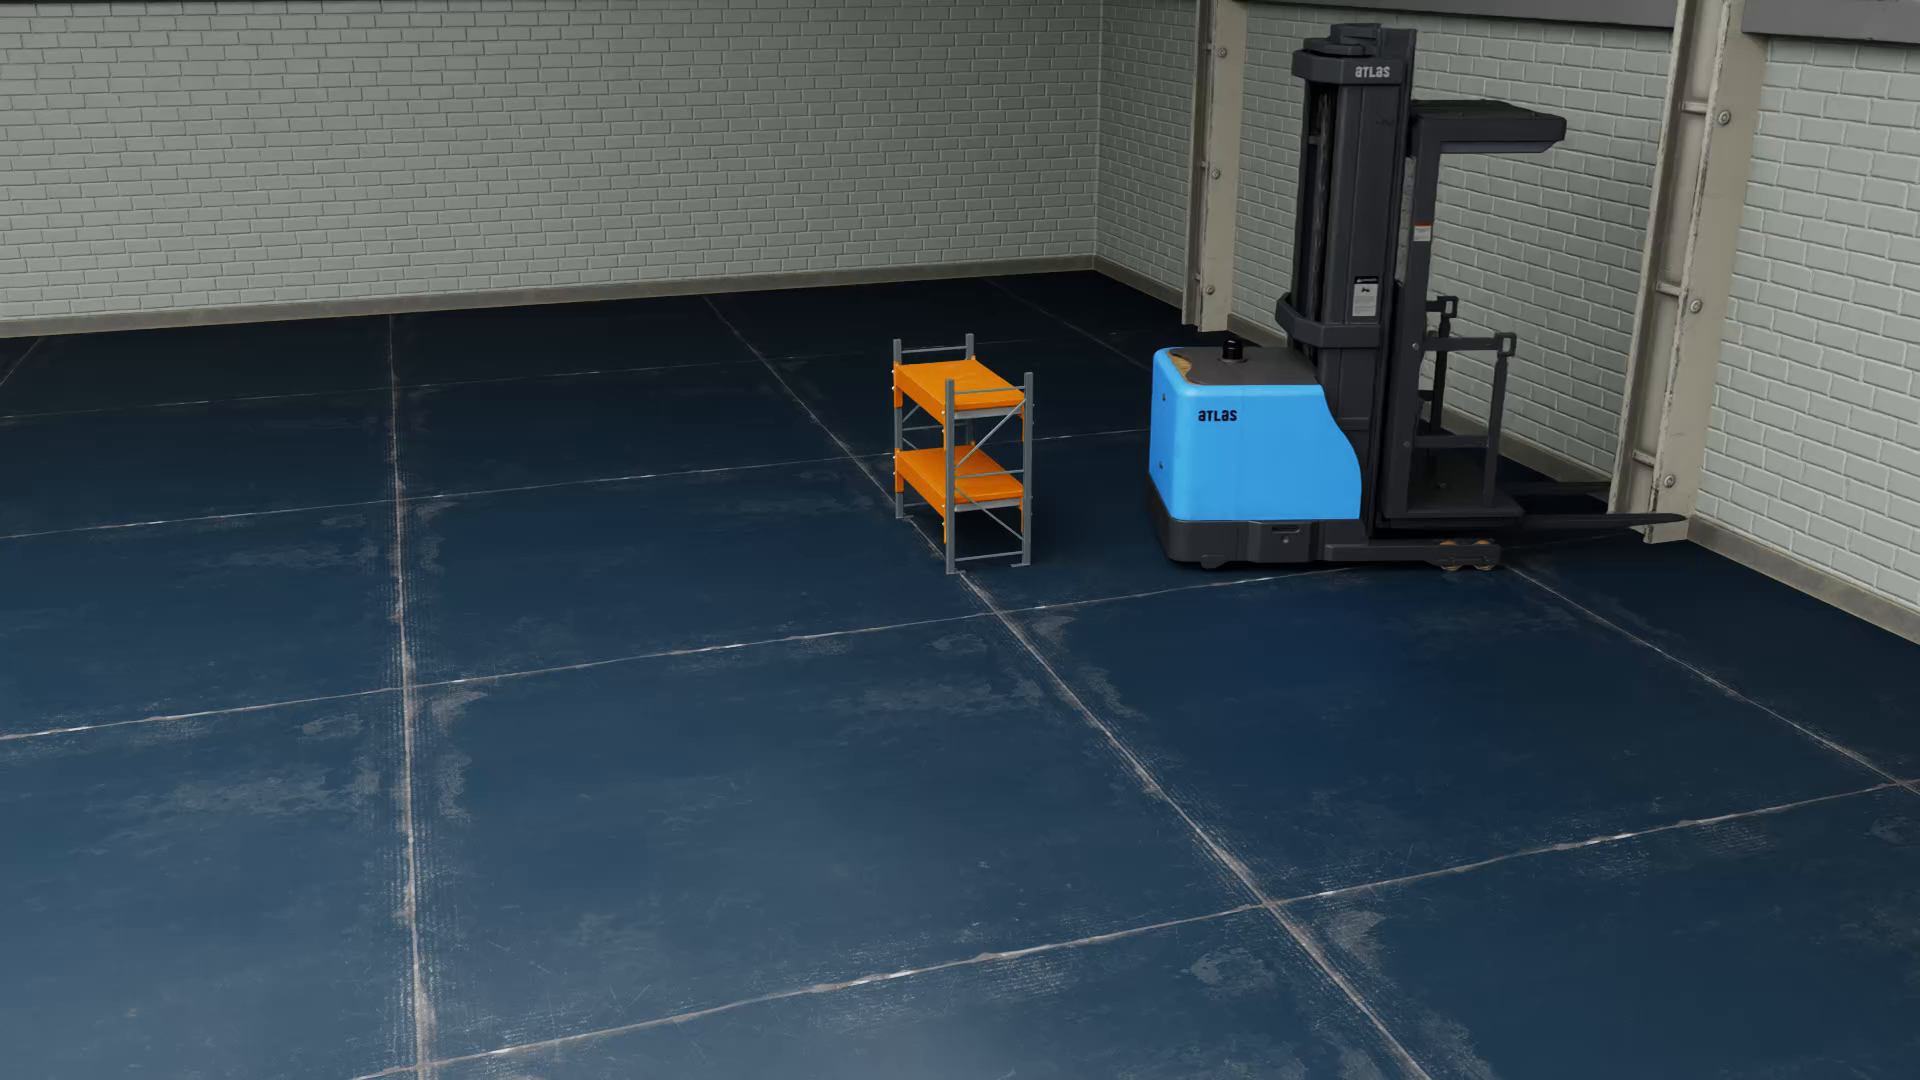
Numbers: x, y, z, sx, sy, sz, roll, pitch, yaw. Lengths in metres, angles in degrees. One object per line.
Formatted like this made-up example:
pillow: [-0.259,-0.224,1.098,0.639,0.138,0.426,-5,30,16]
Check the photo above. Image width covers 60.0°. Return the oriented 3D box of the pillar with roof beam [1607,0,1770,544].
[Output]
pillar with roof beam: [0.079,-3.835,7.280,9.100,9.000,0.400,-6,21,-17]

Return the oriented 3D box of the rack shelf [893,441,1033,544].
rack shelf: [0.002,-0.297,9.803,0.538,0.278,1.000,-6,21,-17]

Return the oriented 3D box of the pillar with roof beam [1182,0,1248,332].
pillar with roof beam: [-1.807,-5.760,12.641,9.100,9.000,0.400,-6,21,-17]

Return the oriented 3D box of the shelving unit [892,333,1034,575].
shelving unit: [0.002,-0.527,9.720,0.538,1.125,1.048,-6,21,-17]

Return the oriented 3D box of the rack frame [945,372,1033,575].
rack frame: [0.162,-0.364,9.266,0.500,1.125,0.032,-6,21,-17]

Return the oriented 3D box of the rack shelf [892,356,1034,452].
rack shelf: [0.002,-0.803,9.621,0.538,0.278,1.000,-6,21,-17]

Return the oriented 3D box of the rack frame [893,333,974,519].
rack frame: [-0.158,-0.690,10.174,0.500,1.125,0.032,-6,21,-17]

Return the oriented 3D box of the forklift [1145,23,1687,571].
forklift: [2.672,-1.384,9.433,3.031,2.935,1.130,-1,20,-2]
